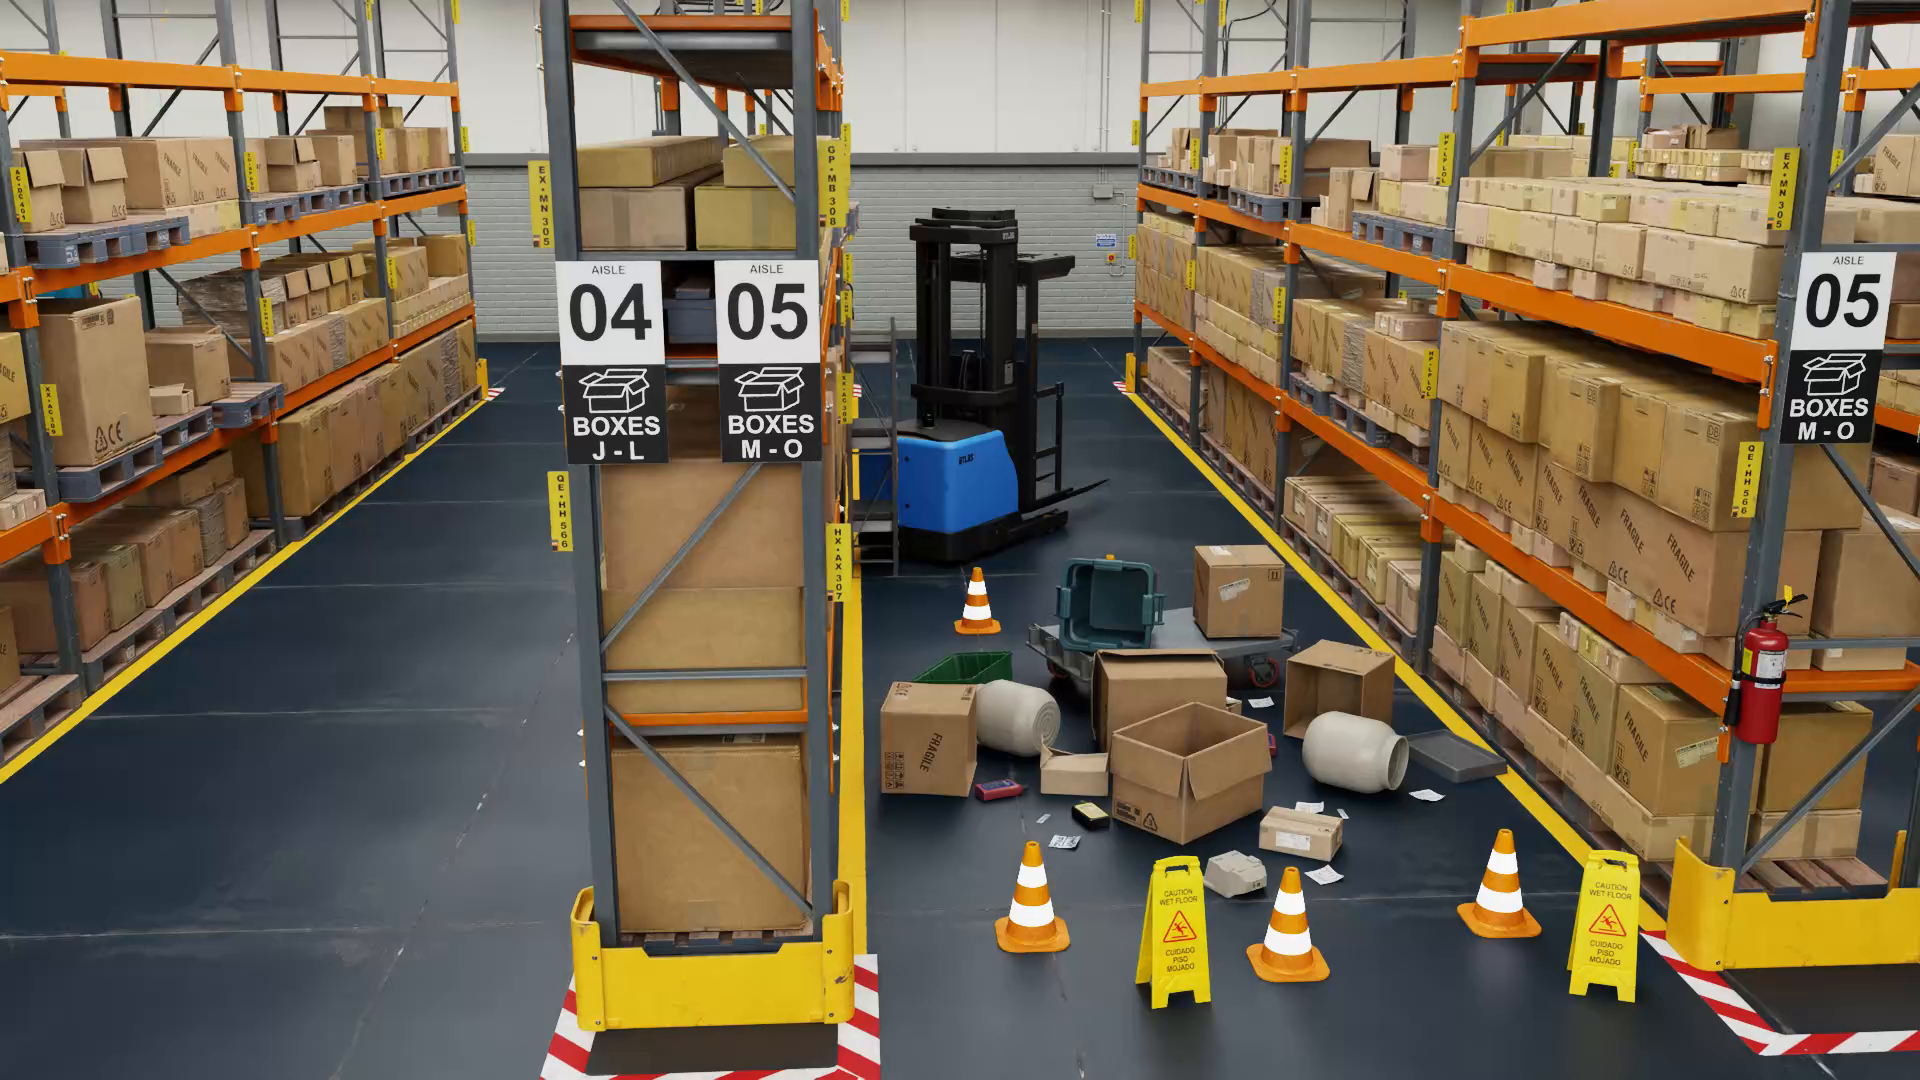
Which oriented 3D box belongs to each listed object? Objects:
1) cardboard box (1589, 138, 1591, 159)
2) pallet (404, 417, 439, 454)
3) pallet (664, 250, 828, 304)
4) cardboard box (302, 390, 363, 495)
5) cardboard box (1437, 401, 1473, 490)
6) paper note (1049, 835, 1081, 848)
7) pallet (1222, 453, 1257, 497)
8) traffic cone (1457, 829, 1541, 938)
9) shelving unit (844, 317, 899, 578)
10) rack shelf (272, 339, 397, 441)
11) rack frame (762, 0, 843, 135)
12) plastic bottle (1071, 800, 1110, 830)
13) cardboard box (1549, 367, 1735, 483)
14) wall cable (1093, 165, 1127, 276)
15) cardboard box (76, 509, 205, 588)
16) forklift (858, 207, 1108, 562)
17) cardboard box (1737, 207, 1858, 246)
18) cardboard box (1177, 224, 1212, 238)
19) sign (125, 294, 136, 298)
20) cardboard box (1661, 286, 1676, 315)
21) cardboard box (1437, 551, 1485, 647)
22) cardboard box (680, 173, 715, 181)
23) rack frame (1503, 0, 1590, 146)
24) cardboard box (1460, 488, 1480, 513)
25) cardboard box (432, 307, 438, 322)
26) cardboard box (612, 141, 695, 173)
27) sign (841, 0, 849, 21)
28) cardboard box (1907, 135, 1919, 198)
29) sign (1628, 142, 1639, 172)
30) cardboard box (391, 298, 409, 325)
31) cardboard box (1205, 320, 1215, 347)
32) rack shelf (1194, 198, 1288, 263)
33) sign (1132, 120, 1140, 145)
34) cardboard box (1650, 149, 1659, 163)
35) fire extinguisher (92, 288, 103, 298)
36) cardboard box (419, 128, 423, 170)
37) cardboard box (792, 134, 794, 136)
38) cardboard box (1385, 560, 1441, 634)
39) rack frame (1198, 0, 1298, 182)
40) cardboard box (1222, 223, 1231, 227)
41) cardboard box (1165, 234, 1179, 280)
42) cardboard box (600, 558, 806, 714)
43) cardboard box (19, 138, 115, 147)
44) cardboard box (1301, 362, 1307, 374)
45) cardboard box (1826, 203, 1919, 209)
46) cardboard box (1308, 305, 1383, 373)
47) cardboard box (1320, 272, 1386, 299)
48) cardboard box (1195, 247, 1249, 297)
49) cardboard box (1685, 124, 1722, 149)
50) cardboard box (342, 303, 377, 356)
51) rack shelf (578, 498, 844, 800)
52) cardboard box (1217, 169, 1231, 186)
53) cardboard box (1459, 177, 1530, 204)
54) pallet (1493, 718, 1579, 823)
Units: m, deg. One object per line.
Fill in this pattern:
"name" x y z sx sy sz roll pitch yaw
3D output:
"cardboard box" 7.787 -4.620 19.645 0.500 0.250 0.500 -1 14 -4
"pallet" -6.715 -1.216 19.328 1.003 0.211 1.213 -1 14 -3
"pallet" -1.181 -1.341 8.377 1.003 0.211 1.213 -1 14 -3
"cardboard box" -6.567 -0.949 16.117 1.225 0.875 0.875 -1 14 -3
"cardboard box" 3.390 -0.618 10.611 0.500 0.500 0.500 -1 14 -4
"paper note" 0.554 1.590 8.789 0.144 0.017 0.142 4 15 16
"pallet" 3.347 -0.683 17.259 1.003 0.211 1.213 -1 14 -3
"traffic cone" 2.575 1.597 7.890 0.336 0.463 0.334 -1 14 -3
"shelving unit" -0.729 -0.763 13.778 0.431 2.100 0.503 -1 14 -3
"rack shelf" -6.622 -1.530 16.397 1.077 0.370 4.000 -1 14 -3
"rack frame" -2.037 -6.327 21.559 1.000 3.000 0.127 -1 14 -3
"plastic bottle" 0.699 1.495 9.092 0.133 0.061 0.283 -6 16 -23
"cardboard box" 3.481 -0.596 8.519 0.700 0.500 0.500 -1 14 -4
"wall cable" 2.525 -5.433 28.020 0.585 1.953 0.123 -1 14 -3
"cardboard box" -6.347 0.061 12.901 0.700 0.500 0.500 0 14 1
"forklift" 0.349 -1.548 15.160 1.130 2.935 3.031 10 17 33
"cardboard box" 3.573 -1.341 7.103 0.380 0.149 0.250 -1 14 -3
"cardboard box" 2.810 -3.701 19.882 0.380 0.149 0.250 -1 14 -4
"sign" -7.052 -1.932 14.193 0.100 0.325 0.005 -1 14 -3
"cardboard box" 3.608 -1.152 7.968 0.380 0.149 0.250 -1 14 -3
"cardboard box" 3.408 0.377 10.713 0.500 0.500 0.500 0 14 -1
"cardboard box" -1.415 -1.585 7.809 0.500 0.250 0.500 -1 14 -4
"rack frame" 7.851 -6.507 22.255 1.000 3.000 0.127 -1 14 -3
"cardboard box" 3.408 -0.272 10.569 0.380 0.149 0.250 0 14 -2
"cardboard box" -6.530 -2.720 20.084 0.380 0.149 0.250 -1 14 -5
"cardboard box" -1.500 -1.870 8.114 0.380 0.149 0.250 -1 14 -3
"sign" -1.482 -6.860 21.437 0.100 0.325 0.005 -1 14 -3
"cardboard box" 8.280 -3.057 13.623 0.700 0.500 0.500 -1 14 -5
"sign" 7.558 -4.299 18.658 0.100 0.325 0.005 -1 14 -3
"cardboard box" -6.513 -2.568 18.692 0.500 0.250 0.500 -1 14 -4
"cardboard box" 2.943 -2.214 17.912 0.500 0.250 0.500 -1 14 -5
"rack shelf" 3.269 -3.136 16.618 1.077 0.370 4.000 -1 14 -3
"sign" 2.343 -5.431 22.181 0.100 0.325 0.005 -1 14 -3
"cardboard box" 7.768 -4.187 18.124 0.380 0.149 0.250 -1 14 -3
"fire extinguisher" -11.493 -3.121 22.039 0.296 0.674 0.183 -1 14 -3
"cardboard box" -6.913 -4.725 20.108 0.700 0.500 0.500 -2 15 -7
"cardboard box" -1.378 -3.600 15.242 0.396 0.266 0.258 -1 14 -3
"cardboard box" 3.606 0.400 11.884 0.950 0.372 0.625 -1 14 -3
"rack frame" 3.145 -5.434 18.087 1.000 3.000 0.127 -1 14 -3
"cardboard box" 3.353 -3.714 19.932 0.380 0.149 0.250 -1 14 -5
"cardboard box" 2.776 -3.427 20.120 0.500 0.500 0.500 -1 14 -3
"cardboard box" -1.114 0.393 7.178 0.875 0.550 0.550 -1 14 -3
"cardboard box" -6.660 -2.752 12.480 0.500 0.500 0.500 -1 14 -5
"cardboard box" 3.228 -1.532 14.622 0.380 0.149 0.250 -2 15 -7
"cardboard box" 4.039 -1.416 7.392 0.380 0.149 0.250 -1 14 -4
"cardboard box" 3.229 -1.685 13.915 0.500 0.500 0.500 0 14 -1
"cardboard box" 3.607 -2.193 15.323 0.500 0.500 0.500 -1 14 -5
"cardboard box" 2.886 -2.948 18.255 0.500 0.500 0.500 -1 14 -3
"cardboard box" 8.187 -4.459 18.349 0.396 0.266 0.258 -1 14 -4
"cardboard box" -6.420 -2.189 17.314 0.500 0.500 0.500 0 14 -2
"rack shelf" -1.169 0.408 8.864 1.077 0.370 4.000 -1 14 -3
"cardboard box" 2.874 -3.752 17.194 0.380 0.166 0.250 -2 15 -7
"cardboard box" 3.335 -2.173 10.336 0.380 0.149 0.250 -1 14 -4
"pallet" 3.796 1.282 9.621 1.003 0.211 1.213 -1 14 -3
